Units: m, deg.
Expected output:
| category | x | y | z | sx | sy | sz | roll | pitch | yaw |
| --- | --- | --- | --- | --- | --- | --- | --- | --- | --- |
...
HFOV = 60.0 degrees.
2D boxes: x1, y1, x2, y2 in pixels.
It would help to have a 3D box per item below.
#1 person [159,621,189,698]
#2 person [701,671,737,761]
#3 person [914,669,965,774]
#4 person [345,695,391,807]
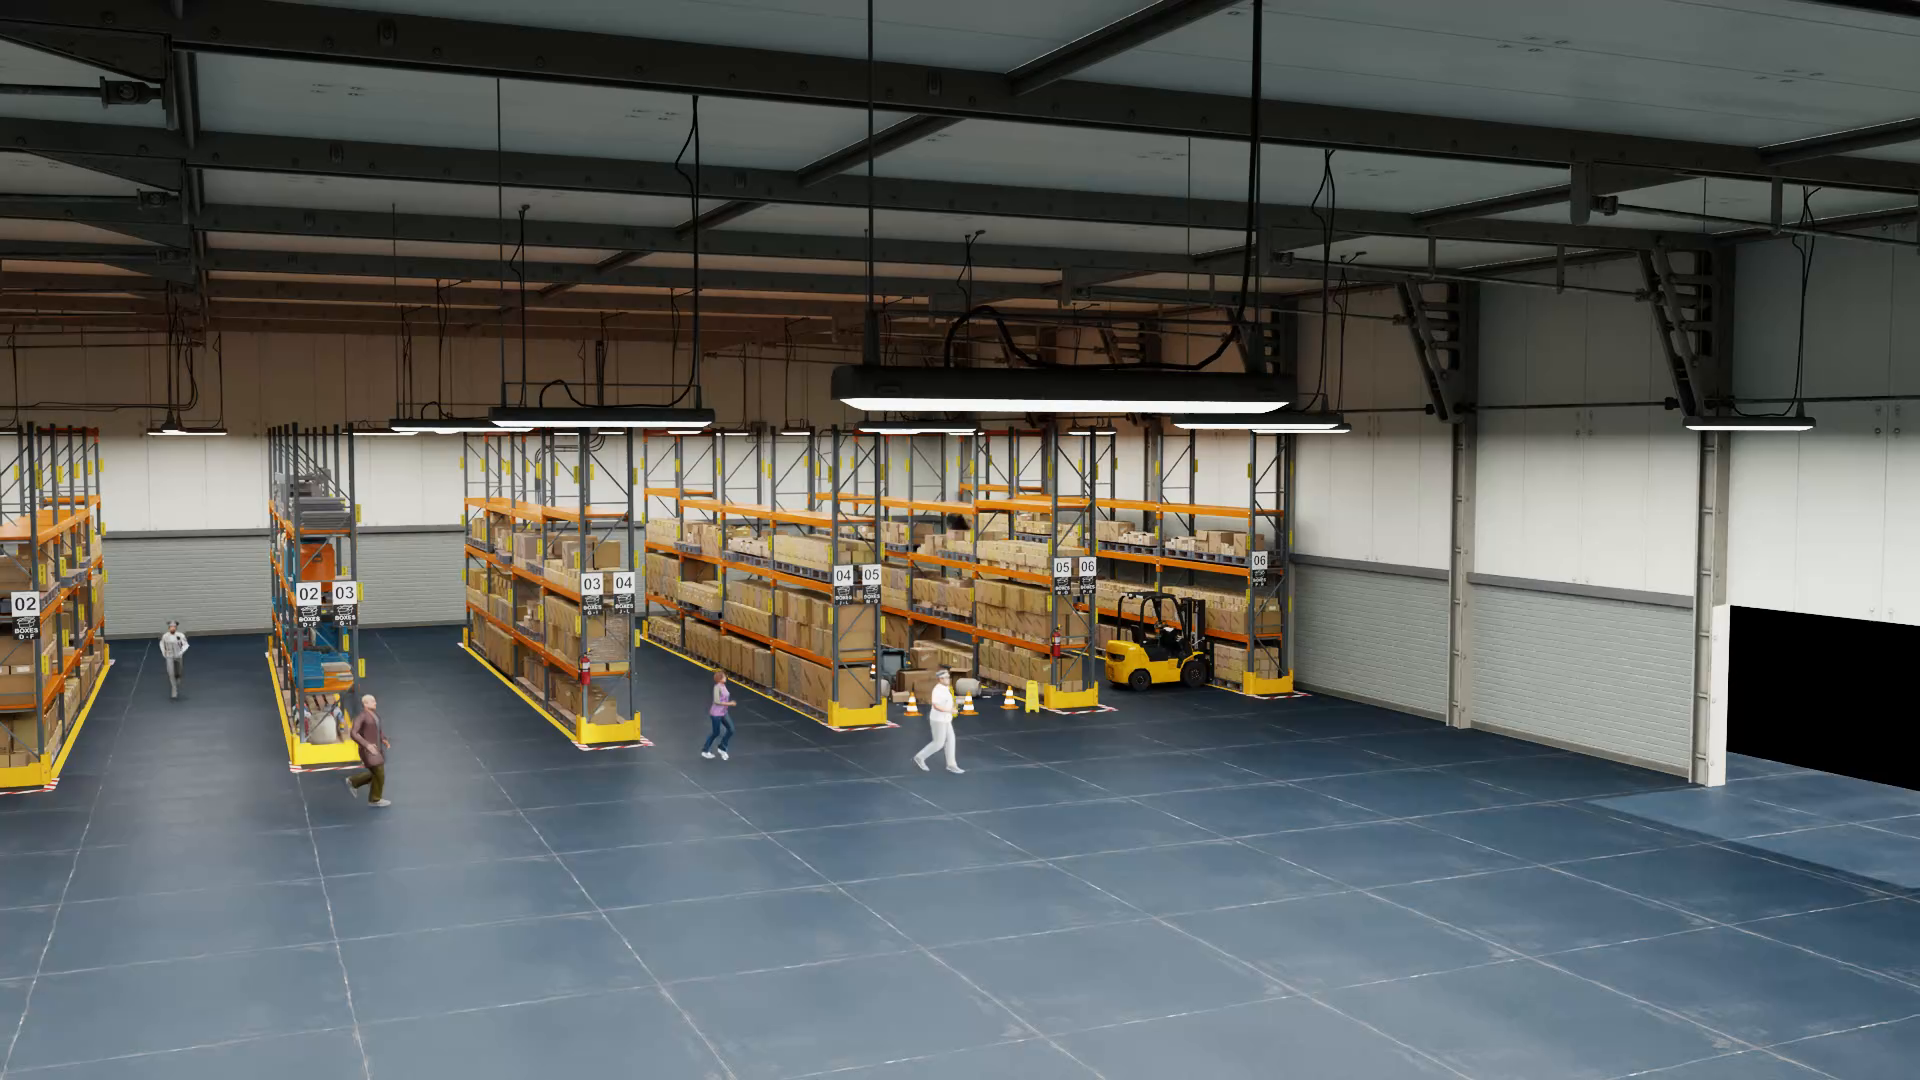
| category | x | y | z | sx | sy | sz | roll | pitch | yaw |
| --- | --- | --- | --- | --- | --- | --- | --- | --- | --- |
| person | -17.571 | 2.640 | 37.193 | 0.589 | 1.705 | 1.034 | -2 | 4 | -28 |
| person | -4.263 | 3.122 | 29.531 | 0.684 | 1.625 | 0.550 | 1 | 4 | 14 |
| person | -0.349 | 3.099 | 28.480 | 0.867 | 1.804 | 0.685 | 1 | 4 | 13 |
| person | -9.229 | 3.269 | 25.854 | 0.775 | 1.733 | 0.752 | 0 | 4 | 6 |
